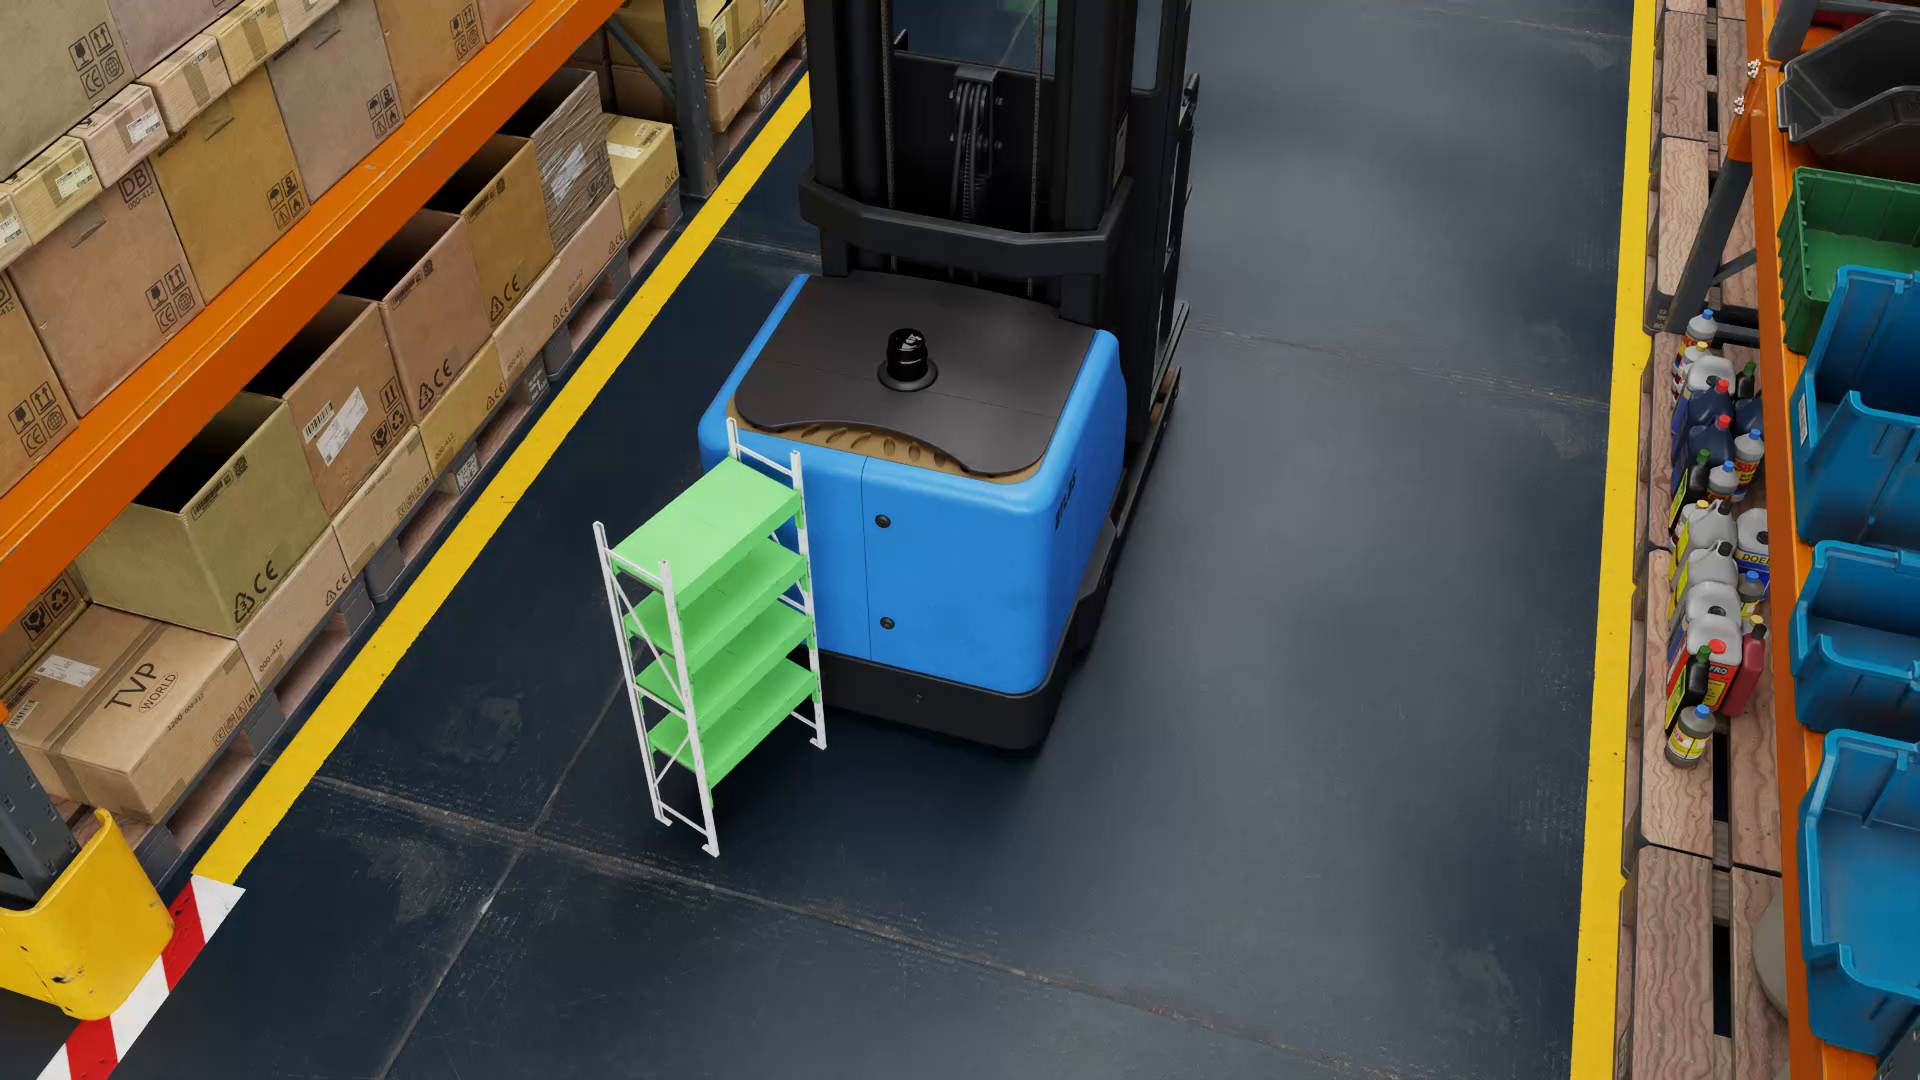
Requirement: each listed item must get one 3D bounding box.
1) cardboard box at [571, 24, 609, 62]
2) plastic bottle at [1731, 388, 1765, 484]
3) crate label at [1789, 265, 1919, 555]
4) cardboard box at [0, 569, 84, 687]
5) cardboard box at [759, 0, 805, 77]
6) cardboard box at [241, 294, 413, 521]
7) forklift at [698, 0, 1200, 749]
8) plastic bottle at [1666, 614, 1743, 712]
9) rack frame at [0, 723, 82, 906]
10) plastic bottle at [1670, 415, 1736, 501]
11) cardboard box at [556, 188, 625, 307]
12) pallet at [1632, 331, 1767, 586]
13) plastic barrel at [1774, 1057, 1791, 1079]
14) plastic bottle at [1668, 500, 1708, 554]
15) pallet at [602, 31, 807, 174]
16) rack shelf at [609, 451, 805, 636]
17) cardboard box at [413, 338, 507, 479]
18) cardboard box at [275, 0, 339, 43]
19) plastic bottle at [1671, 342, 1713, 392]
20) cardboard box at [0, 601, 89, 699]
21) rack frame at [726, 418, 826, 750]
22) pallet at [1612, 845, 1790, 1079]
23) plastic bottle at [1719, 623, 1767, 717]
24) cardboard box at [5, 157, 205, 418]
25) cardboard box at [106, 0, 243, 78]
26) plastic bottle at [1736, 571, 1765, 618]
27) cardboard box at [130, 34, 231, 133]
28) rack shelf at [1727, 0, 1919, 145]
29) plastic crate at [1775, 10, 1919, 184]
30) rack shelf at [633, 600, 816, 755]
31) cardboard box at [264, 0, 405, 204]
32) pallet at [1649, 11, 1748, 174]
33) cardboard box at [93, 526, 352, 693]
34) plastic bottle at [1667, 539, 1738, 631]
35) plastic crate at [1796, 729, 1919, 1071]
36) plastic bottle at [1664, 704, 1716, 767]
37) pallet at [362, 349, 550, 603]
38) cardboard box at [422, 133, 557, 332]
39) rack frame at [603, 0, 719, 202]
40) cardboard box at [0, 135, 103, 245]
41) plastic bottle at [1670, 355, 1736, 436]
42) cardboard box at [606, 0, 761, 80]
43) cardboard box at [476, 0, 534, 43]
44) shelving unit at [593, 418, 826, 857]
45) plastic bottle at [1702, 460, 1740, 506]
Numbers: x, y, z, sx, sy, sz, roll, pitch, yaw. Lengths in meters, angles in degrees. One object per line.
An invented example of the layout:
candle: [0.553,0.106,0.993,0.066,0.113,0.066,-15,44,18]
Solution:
cardboard box: [-1.713,-2.396,7.319,0.500,0.311,0.500,13,46,13]
plastic bottle: [2.655,-0.376,5.569,0.144,0.351,0.185,13,46,13]
crate label: [2.246,-0.277,3.863,0.502,0.435,0.616,13,46,13]
cardboard box: [-2.895,0.113,4.620,0.500,0.500,0.500,13,46,13]
cardboard box: [-1.048,-2.422,7.746,0.500,0.250,0.500,14,46,14]
cardboard box: [-2.110,-0.447,5.192,0.500,0.500,0.500,13,46,13]
forklift: [0.190,-1.468,5.154,1.130,2.935,3.031,12,46,12]
plastic bottle: [2.187,0.357,4.873,0.152,0.276,0.135,13,46,13]
rack frame: [-2.774,-0.032,3.638,1.000,3.000,0.127,13,46,13]
plastic bottle: [2.460,-0.281,5.472,0.144,0.351,0.185,11,45,11]
cardboard box: [-1.655,-1.179,6.475,0.500,0.250,0.500,13,46,13]
pallet: [2.914,-0.211,5.814,1.003,0.211,1.213,13,46,13]
plastic barrel: [2.072,1.304,3.751,0.421,0.512,0.421,0,44,0]
plastic bottle: [2.352,-0.044,5.336,0.097,0.201,0.097,0,44,0]
pallet: [-1.376,-2.201,7.848,1.003,0.211,1.213,13,46,13]
rack shelf: [-0.655,0.001,4.296,0.258,0.148,0.480,27,50,25]
cardboard box: [-1.943,-0.509,5.791,0.500,0.250,0.500,13,46,13]
cardboard box: [-1.983,-1.540,4.643,0.380,0.149,0.250,13,46,13]
plastic bottle: [2.612,-0.616,5.921,0.097,0.201,0.097,0,44,0]
cardboard box: [-2.893,0.381,4.882,0.500,0.250,0.500,13,46,13]
rack frame: [-0.511,0.160,4.728,0.240,1.200,0.015,27,50,25]
pallet: [2.175,1.416,4.152,1.003,0.211,1.213,13,46,13]
plastic bottle: [2.288,0.377,4.848,0.061,0.283,0.133,13,46,13]
cardboard box: [-2.466,-0.727,4.277,0.700,0.500,0.500,14,46,14]
cardboard box: [-2.298,-1.563,4.203,0.700,0.500,0.500,13,46,13]
plastic bottle: [2.404,0.176,5.111,0.097,0.201,0.097,0,44,0]
cardboard box: [-2.138,-1.204,4.300,0.380,0.149,0.250,11,45,11]
rack shelf: [3.763,-2.722,6.902,1.077,0.370,4.000,13,46,13]
plastic crate: [2.878,-1.302,4.980,0.767,0.338,0.504,13,46,13]
rack shelf: [-0.655,0.344,4.632,0.258,0.148,0.480,27,50,25]
cardboard box: [-2.154,-1.408,4.973,0.700,0.500,0.500,14,46,14]
pallet: [3.726,-1.997,7.640,1.003,0.211,1.213,13,46,13]
cardboard box: [-2.251,0.157,5.111,0.500,0.250,0.500,13,46,13]
plastic bottle: [2.275,0.127,5.055,0.144,0.351,0.185,14,46,14]
plastic crate: [1.812,0.676,3.021,0.499,0.251,0.616,13,46,13]
plastic bottle: [2.084,0.546,4.734,0.097,0.201,0.097,0,44,0]
pallet: [-2.211,-0.364,5.971,1.003,0.211,1.213,13,46,13]
cardboard box: [-1.805,-1.113,5.872,0.500,0.500,0.500,13,46,13]
rack frame: [-1.562,-2.698,6.362,1.000,3.000,0.127,13,46,13]
cardboard box: [-2.295,-0.858,3.946,0.380,0.149,0.250,13,46,13]
plastic bottle: [2.571,-0.489,5.738,0.152,0.276,0.135,14,46,14]
cardboard box: [-1.200,-2.288,7.209,0.500,0.311,0.500,13,46,13]
cardboard box: [-1.844,-2.084,5.663,0.700,0.500,0.500,12,46,12]
shelving unit: [-0.655,0.298,4.587,0.258,1.200,0.503,27,50,25]
plastic bottle: [2.451,-0.146,5.391,0.097,0.271,0.097,0,44,0]
